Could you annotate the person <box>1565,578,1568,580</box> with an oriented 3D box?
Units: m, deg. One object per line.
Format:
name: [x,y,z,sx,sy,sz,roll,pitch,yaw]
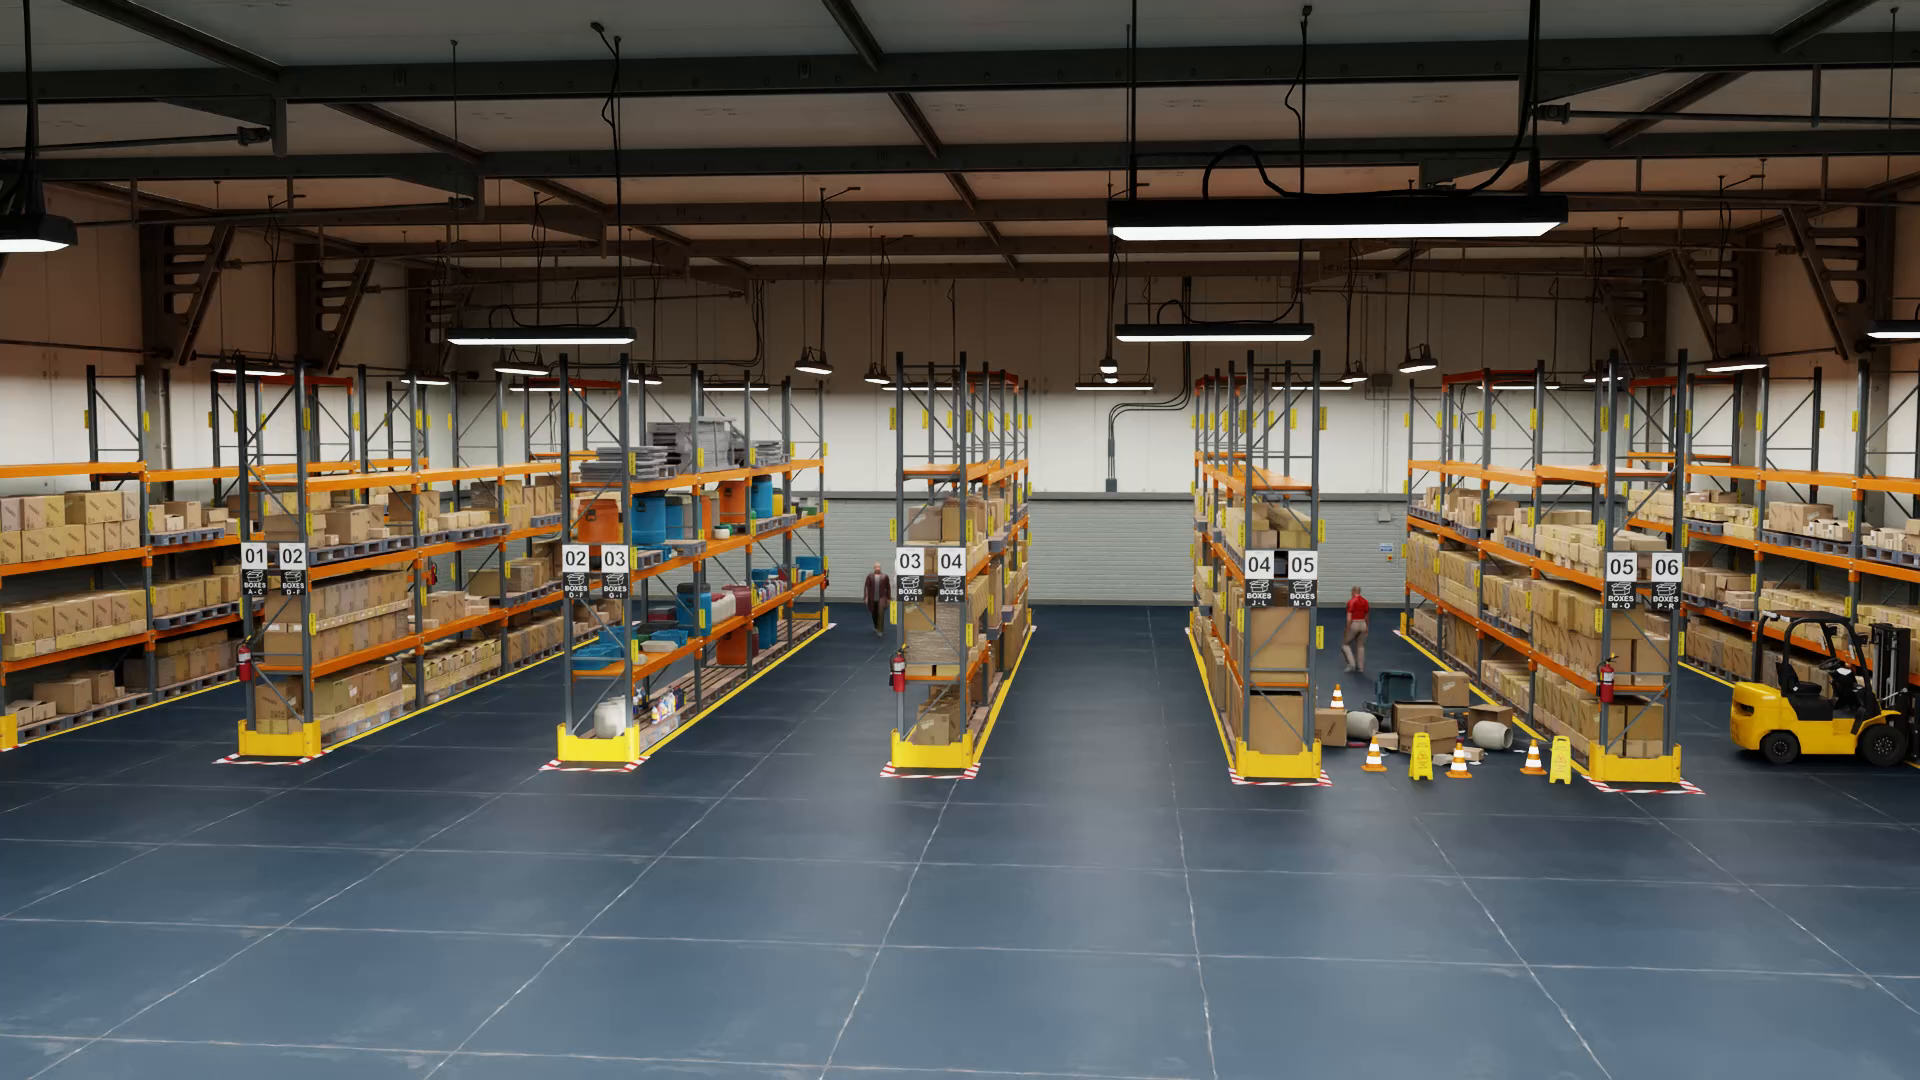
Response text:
person: [14.909,1.264,40.300,1.017,1.750,0.538,0,4,-1]

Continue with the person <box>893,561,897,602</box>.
person: [-1.522,1.070,43.601,0.722,1.636,0.491,4,5,41]

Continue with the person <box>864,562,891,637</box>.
person: [-1.934,1.378,38.727,0.599,1.713,1.169,0,4,4]

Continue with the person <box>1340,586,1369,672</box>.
person: [7.924,1.788,33.298,0.580,1.756,0.396,-2,4,-24]
